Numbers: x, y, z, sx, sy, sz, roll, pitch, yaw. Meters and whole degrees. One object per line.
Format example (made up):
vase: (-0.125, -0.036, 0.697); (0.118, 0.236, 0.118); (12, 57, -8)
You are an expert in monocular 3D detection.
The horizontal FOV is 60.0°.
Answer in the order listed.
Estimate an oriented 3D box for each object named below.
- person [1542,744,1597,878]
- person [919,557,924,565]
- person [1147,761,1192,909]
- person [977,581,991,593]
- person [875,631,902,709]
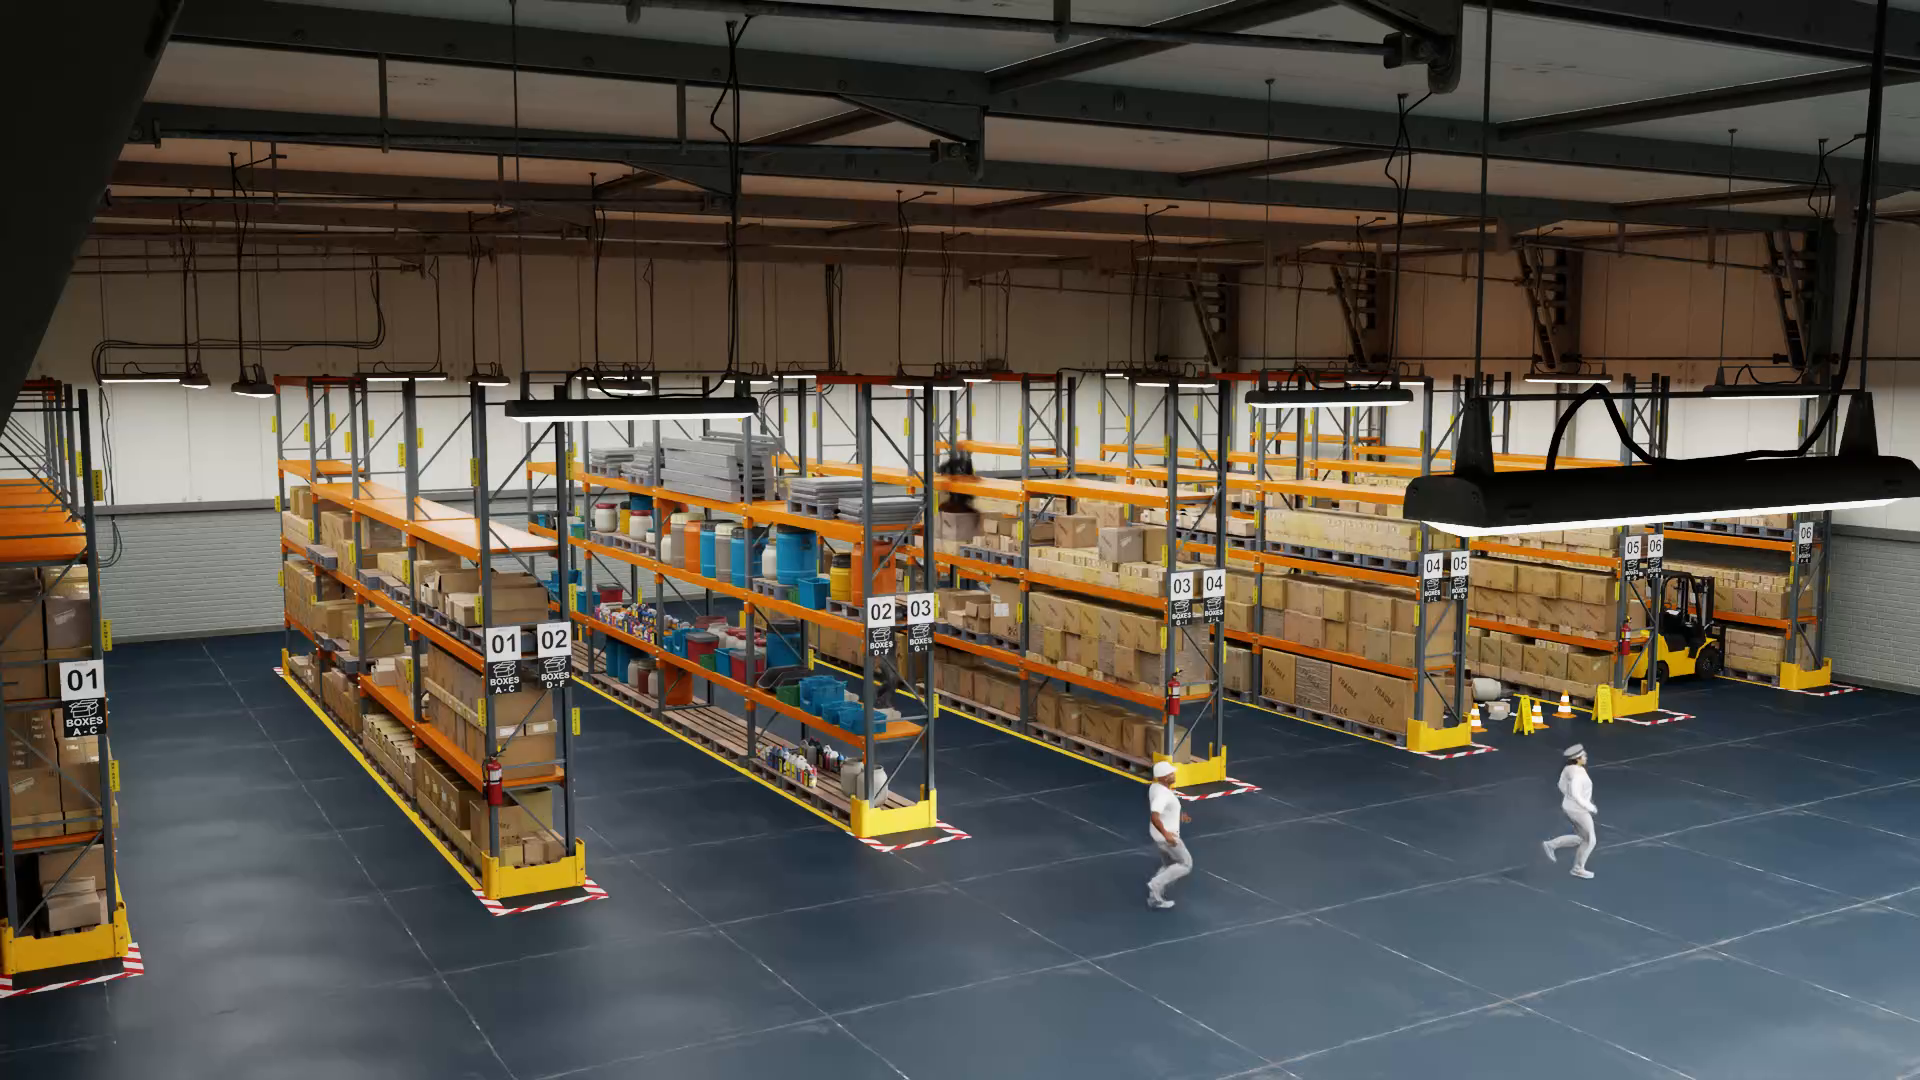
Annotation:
person: (7.476, 3.305, 20.283); (0.587, 1.665, 0.617); (0, 6, 2)
person: (-0.824, 0.888, 42.041); (0.713, 1.773, 0.830); (-2, 6, -16)
person: (2.405, 3.390, 19.095); (0.581, 1.725, 0.705); (-1, 6, -6)
person: (0.620, 0.837, 42.766); (0.606, 1.631, 0.585); (-4, 7, -30)
person: (-1.230, 2.109, 28.662); (0.575, 1.622, 0.505); (-5, 8, -40)
